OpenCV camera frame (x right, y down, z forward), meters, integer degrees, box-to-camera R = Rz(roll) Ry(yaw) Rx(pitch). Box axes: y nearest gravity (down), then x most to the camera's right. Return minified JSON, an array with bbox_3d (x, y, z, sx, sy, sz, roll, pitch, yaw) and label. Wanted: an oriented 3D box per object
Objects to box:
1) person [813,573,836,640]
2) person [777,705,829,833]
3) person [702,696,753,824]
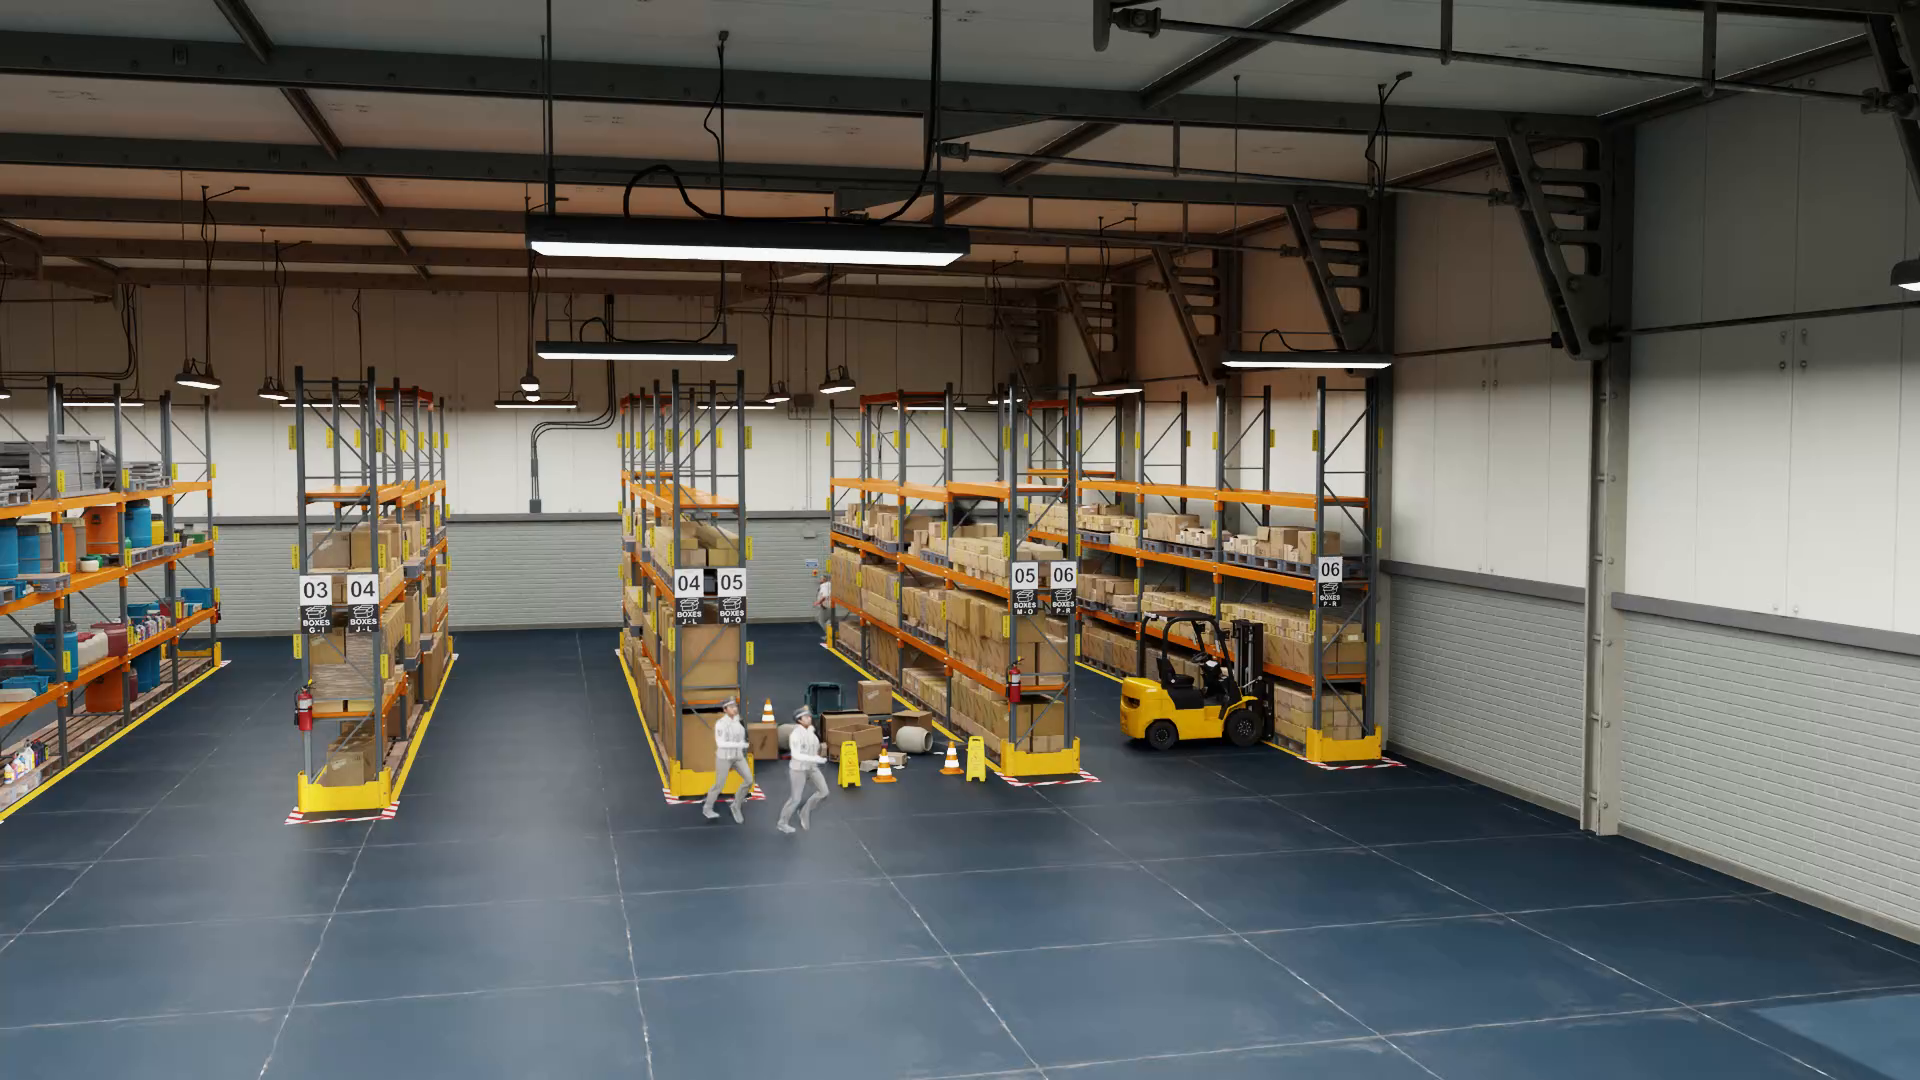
[{"bbox_3d":[-3.420,1.642,41.620,0.515,1.677,0.710,0,3,2],"label":"person"},{"bbox_3d":[-1.952,2.900,21.074,0.780,1.646,0.631,2,4,35],"label":"person"},{"bbox_3d":[-2.995,2.857,21.730,0.835,1.691,0.620,3,5,41],"label":"person"}]
